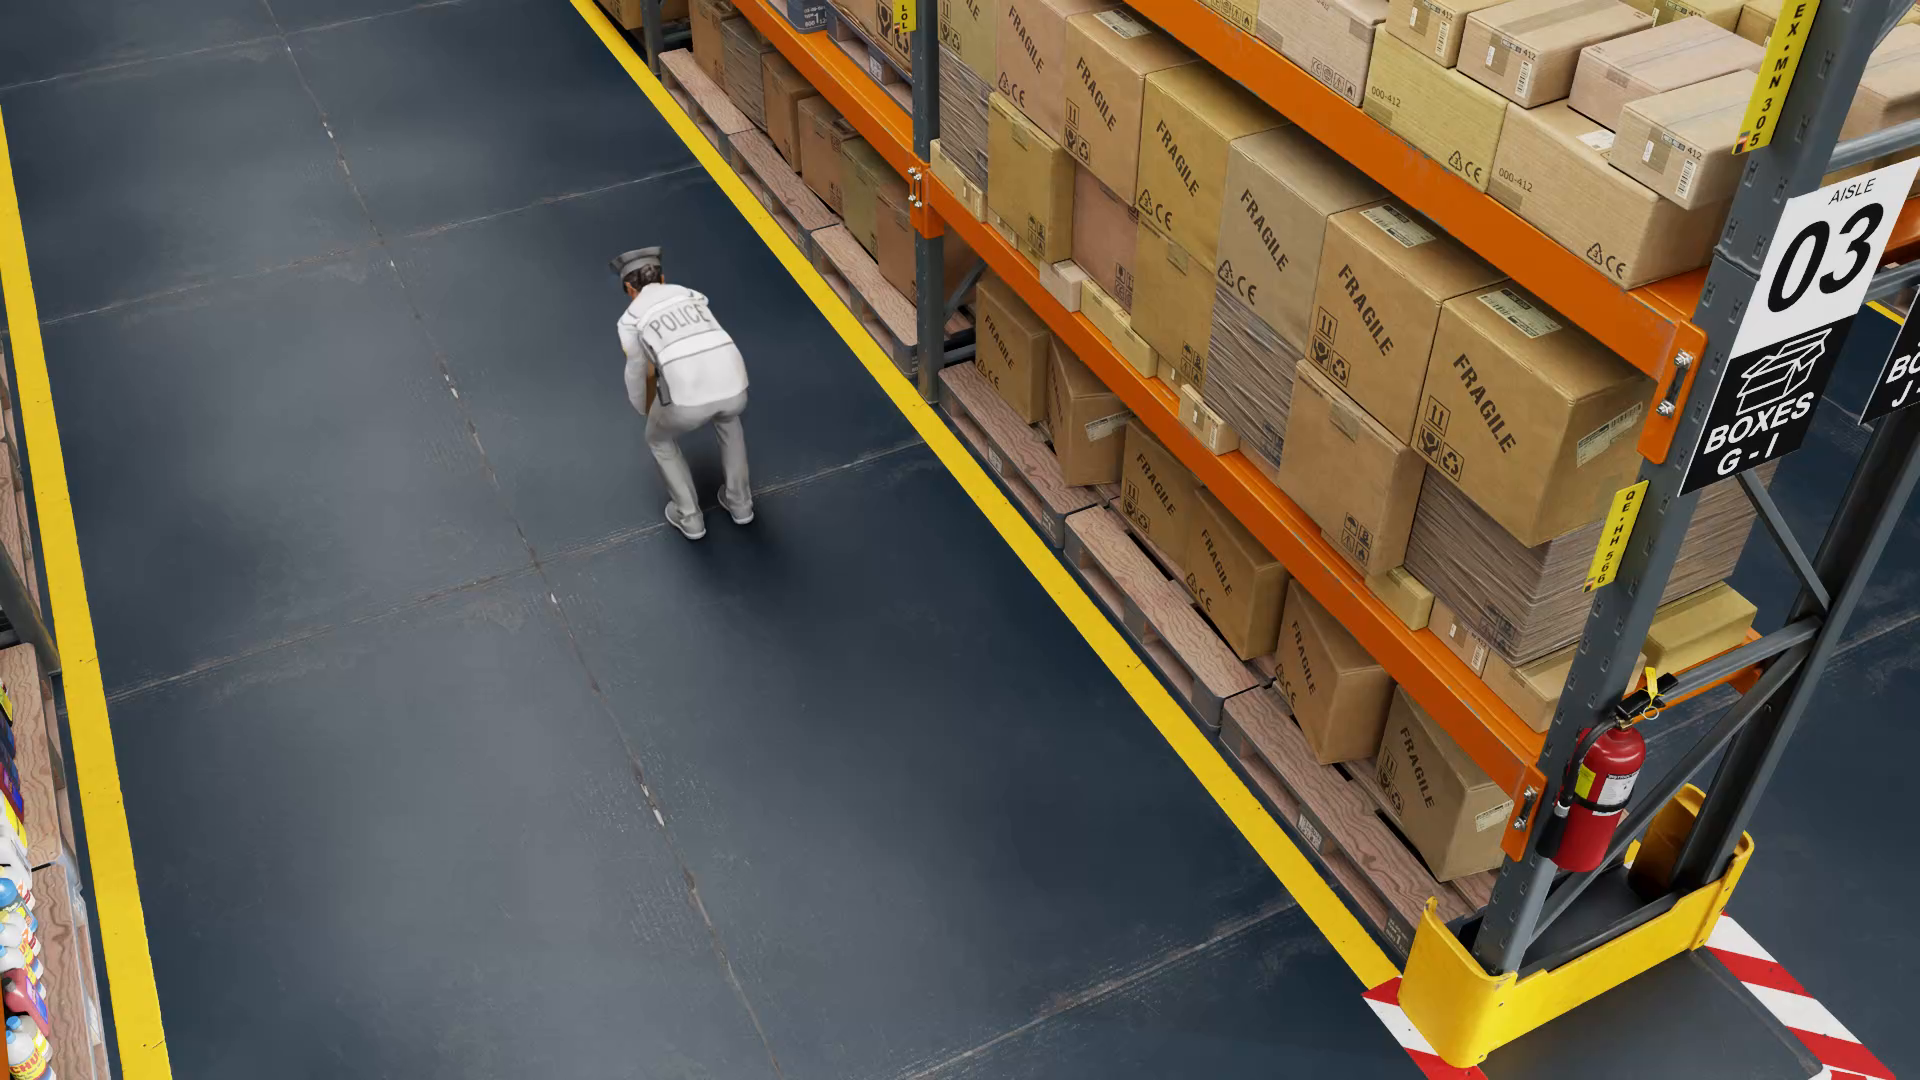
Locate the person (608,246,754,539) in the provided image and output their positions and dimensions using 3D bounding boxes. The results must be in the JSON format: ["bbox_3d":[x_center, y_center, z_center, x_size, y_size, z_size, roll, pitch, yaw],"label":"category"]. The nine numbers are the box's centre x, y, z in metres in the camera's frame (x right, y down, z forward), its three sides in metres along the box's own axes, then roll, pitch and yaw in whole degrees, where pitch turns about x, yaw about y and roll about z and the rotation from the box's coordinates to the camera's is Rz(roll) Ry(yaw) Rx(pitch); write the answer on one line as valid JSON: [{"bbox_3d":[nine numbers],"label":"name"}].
[{"bbox_3d":[-1.220,-0.649,7.284,0.441,1.148,0.915,-21,46,-22],"label":"person"}]
